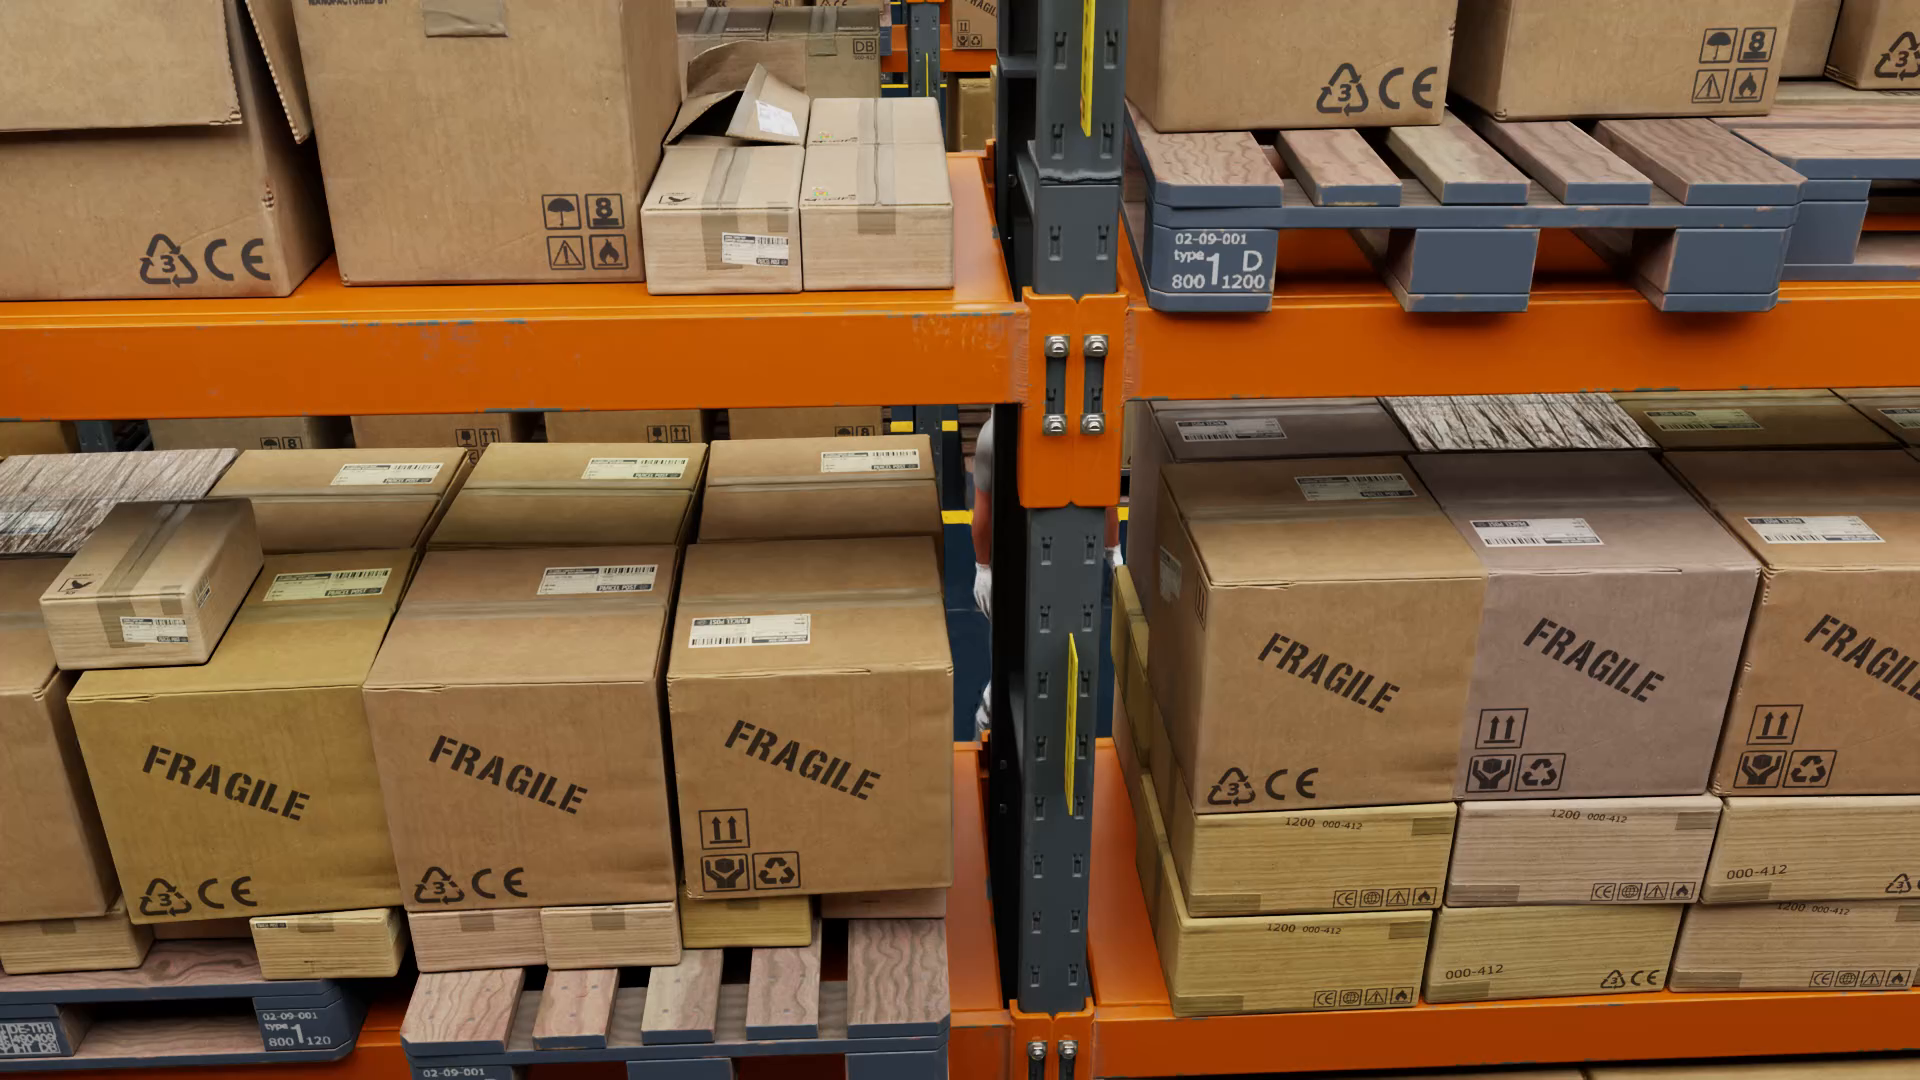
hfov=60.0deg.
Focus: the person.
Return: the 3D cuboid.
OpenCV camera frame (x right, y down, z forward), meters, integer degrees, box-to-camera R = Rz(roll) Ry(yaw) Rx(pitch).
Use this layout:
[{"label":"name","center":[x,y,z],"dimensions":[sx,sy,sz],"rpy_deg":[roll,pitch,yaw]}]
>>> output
[{"label":"person","center":[0.319,0.101,5.884],"dimensions":[0.561,1.786,0.477],"rpy_deg":[-11,29,-20]}]
